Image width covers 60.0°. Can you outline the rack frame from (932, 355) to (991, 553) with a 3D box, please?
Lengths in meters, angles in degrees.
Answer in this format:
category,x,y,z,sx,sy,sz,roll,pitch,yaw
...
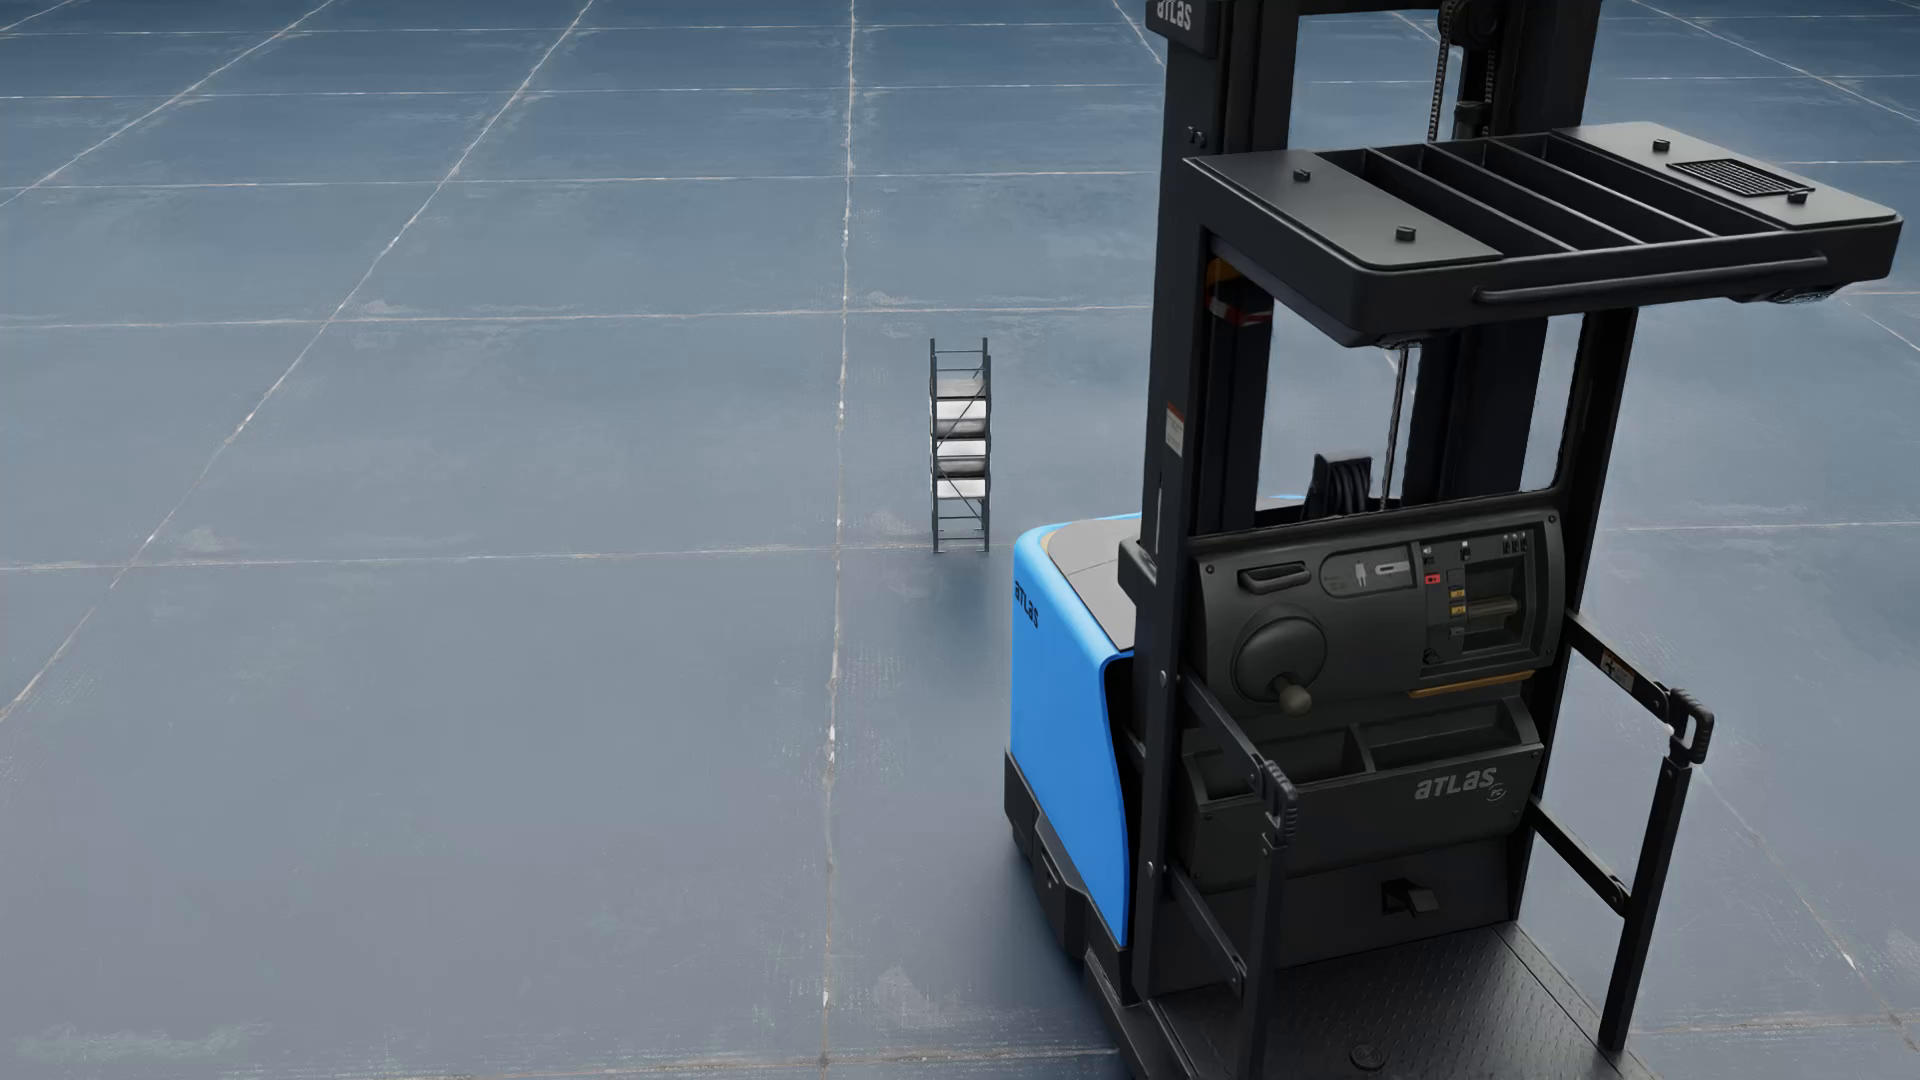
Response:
category,x,y,z,sx,sy,sz,roll,pitch,yaw
rack frame,0.006,-0.348,6.945,0.240,0.900,0.006,-1,28,-3

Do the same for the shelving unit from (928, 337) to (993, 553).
category,x,y,z,sx,sy,sz,roll,pitch,yaw
shelving unit,0.000,-0.395,7.035,0.258,0.900,0.210,-1,28,-3

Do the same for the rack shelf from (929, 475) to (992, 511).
category,x,y,z,sx,sy,sz,roll,pitch,yaw
rack shelf,0.000,-0.206,7.133,0.258,0.077,0.200,-1,28,-3

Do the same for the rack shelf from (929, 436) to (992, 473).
category,x,y,z,sx,sy,sz,roll,pitch,yaw
rack shelf,0.000,-0.366,7.050,0.258,0.077,0.200,-1,28,-3

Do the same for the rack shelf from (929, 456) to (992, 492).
category,x,y,z,sx,sy,sz,roll,pitch,yaw
rack shelf,0.000,-0.286,7.092,0.258,0.077,0.200,-1,28,-3

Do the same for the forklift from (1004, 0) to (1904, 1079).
category,x,y,z,sx,sy,sz,roll,pitch,yaw
forklift,1.052,0.206,3.685,1.130,2.935,3.031,-8,29,-15

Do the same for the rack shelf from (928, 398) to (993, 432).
category,x,y,z,sx,sy,sz,roll,pitch,yaw
rack shelf,0.000,-0.525,6.967,0.258,0.077,0.200,-1,28,-3

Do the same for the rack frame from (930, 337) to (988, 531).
category,x,y,z,sx,sy,sz,roll,pitch,yaw
rack frame,-0.005,-0.442,7.125,0.240,0.900,0.006,-1,28,-3

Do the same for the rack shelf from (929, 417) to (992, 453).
category,x,y,z,sx,sy,sz,roll,pitch,yaw
rack shelf,0.000,-0.445,7.009,0.258,0.077,0.200,-1,28,-3

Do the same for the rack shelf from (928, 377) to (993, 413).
category,x,y,z,sx,sy,sz,roll,pitch,yaw
rack shelf,0.000,-0.605,6.925,0.258,0.077,0.200,-1,28,-3
